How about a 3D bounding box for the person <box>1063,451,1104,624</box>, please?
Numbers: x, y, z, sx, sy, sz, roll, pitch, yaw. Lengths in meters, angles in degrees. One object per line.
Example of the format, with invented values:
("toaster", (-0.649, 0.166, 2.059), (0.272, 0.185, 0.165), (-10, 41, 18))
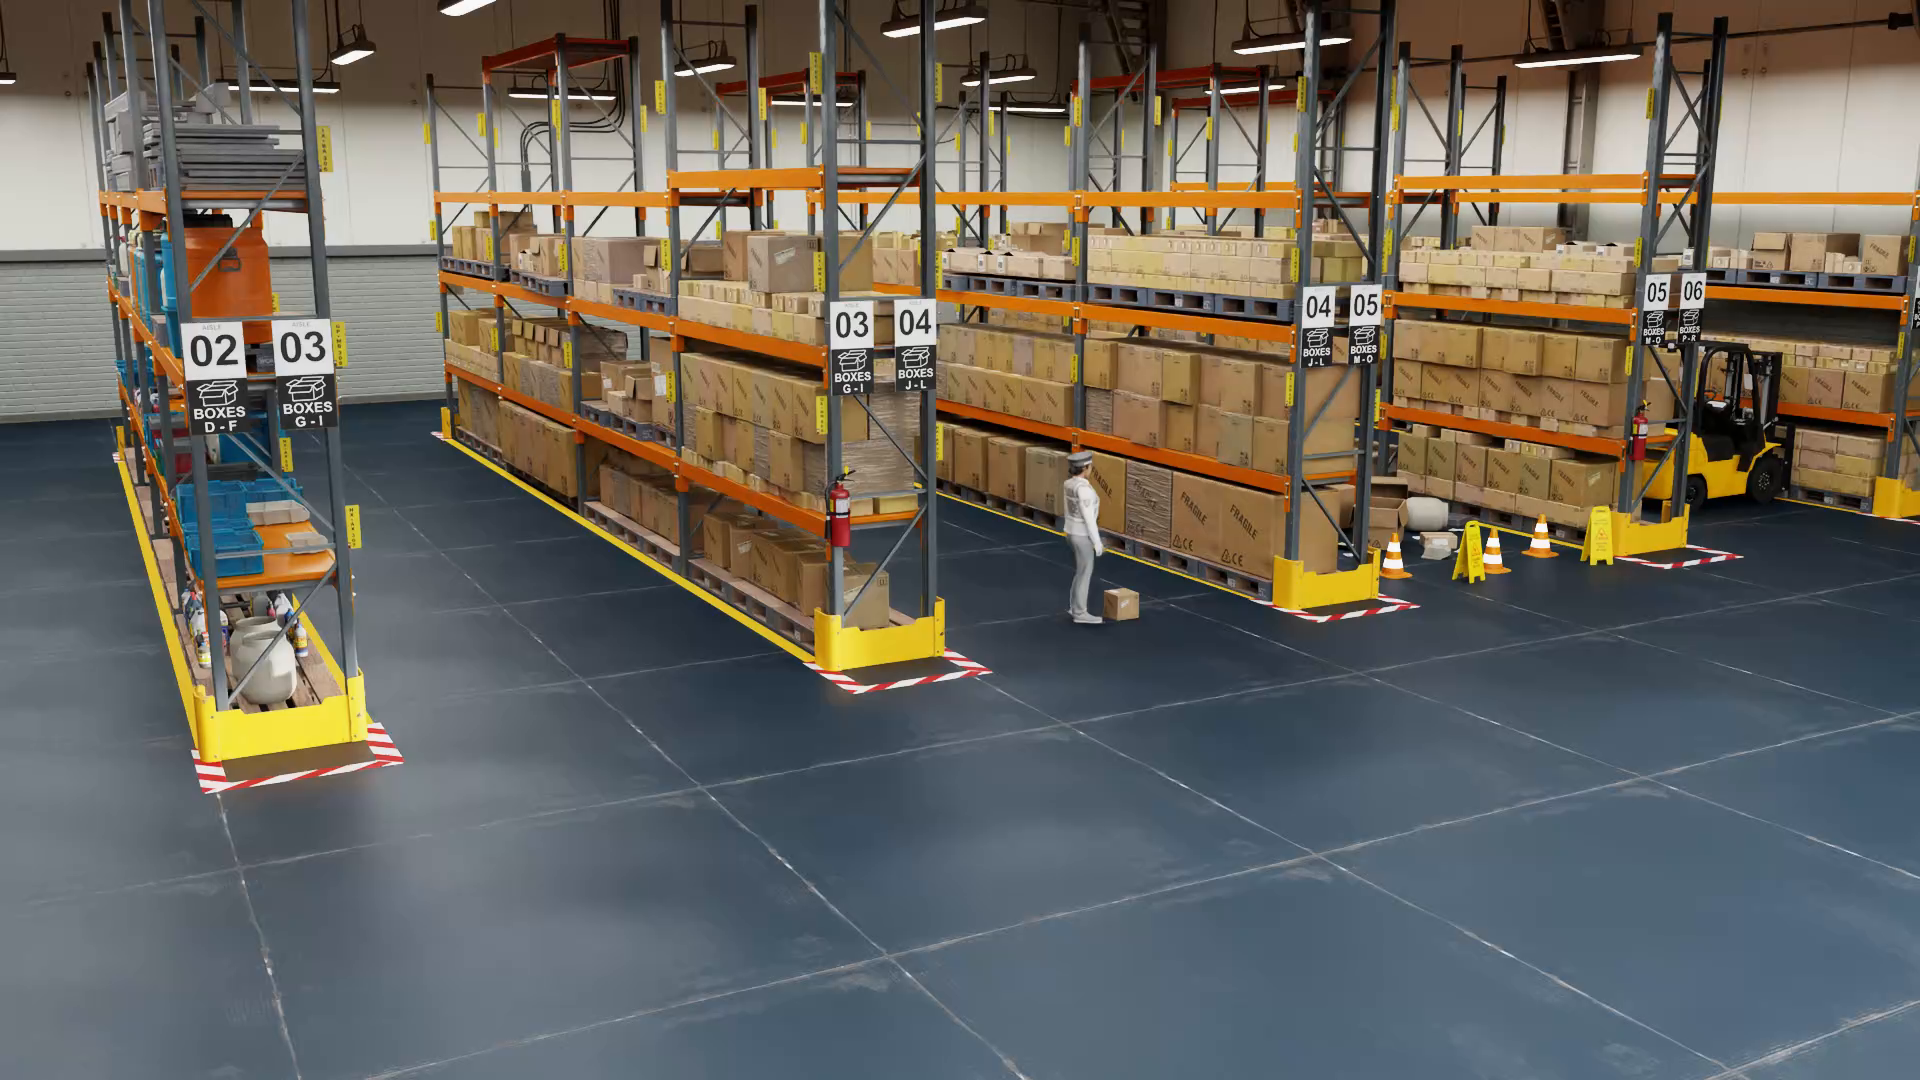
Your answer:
("person", (1.191, 0.007, 16.004), (0.367, 1.732, 0.540), (-4, 12, -17))
